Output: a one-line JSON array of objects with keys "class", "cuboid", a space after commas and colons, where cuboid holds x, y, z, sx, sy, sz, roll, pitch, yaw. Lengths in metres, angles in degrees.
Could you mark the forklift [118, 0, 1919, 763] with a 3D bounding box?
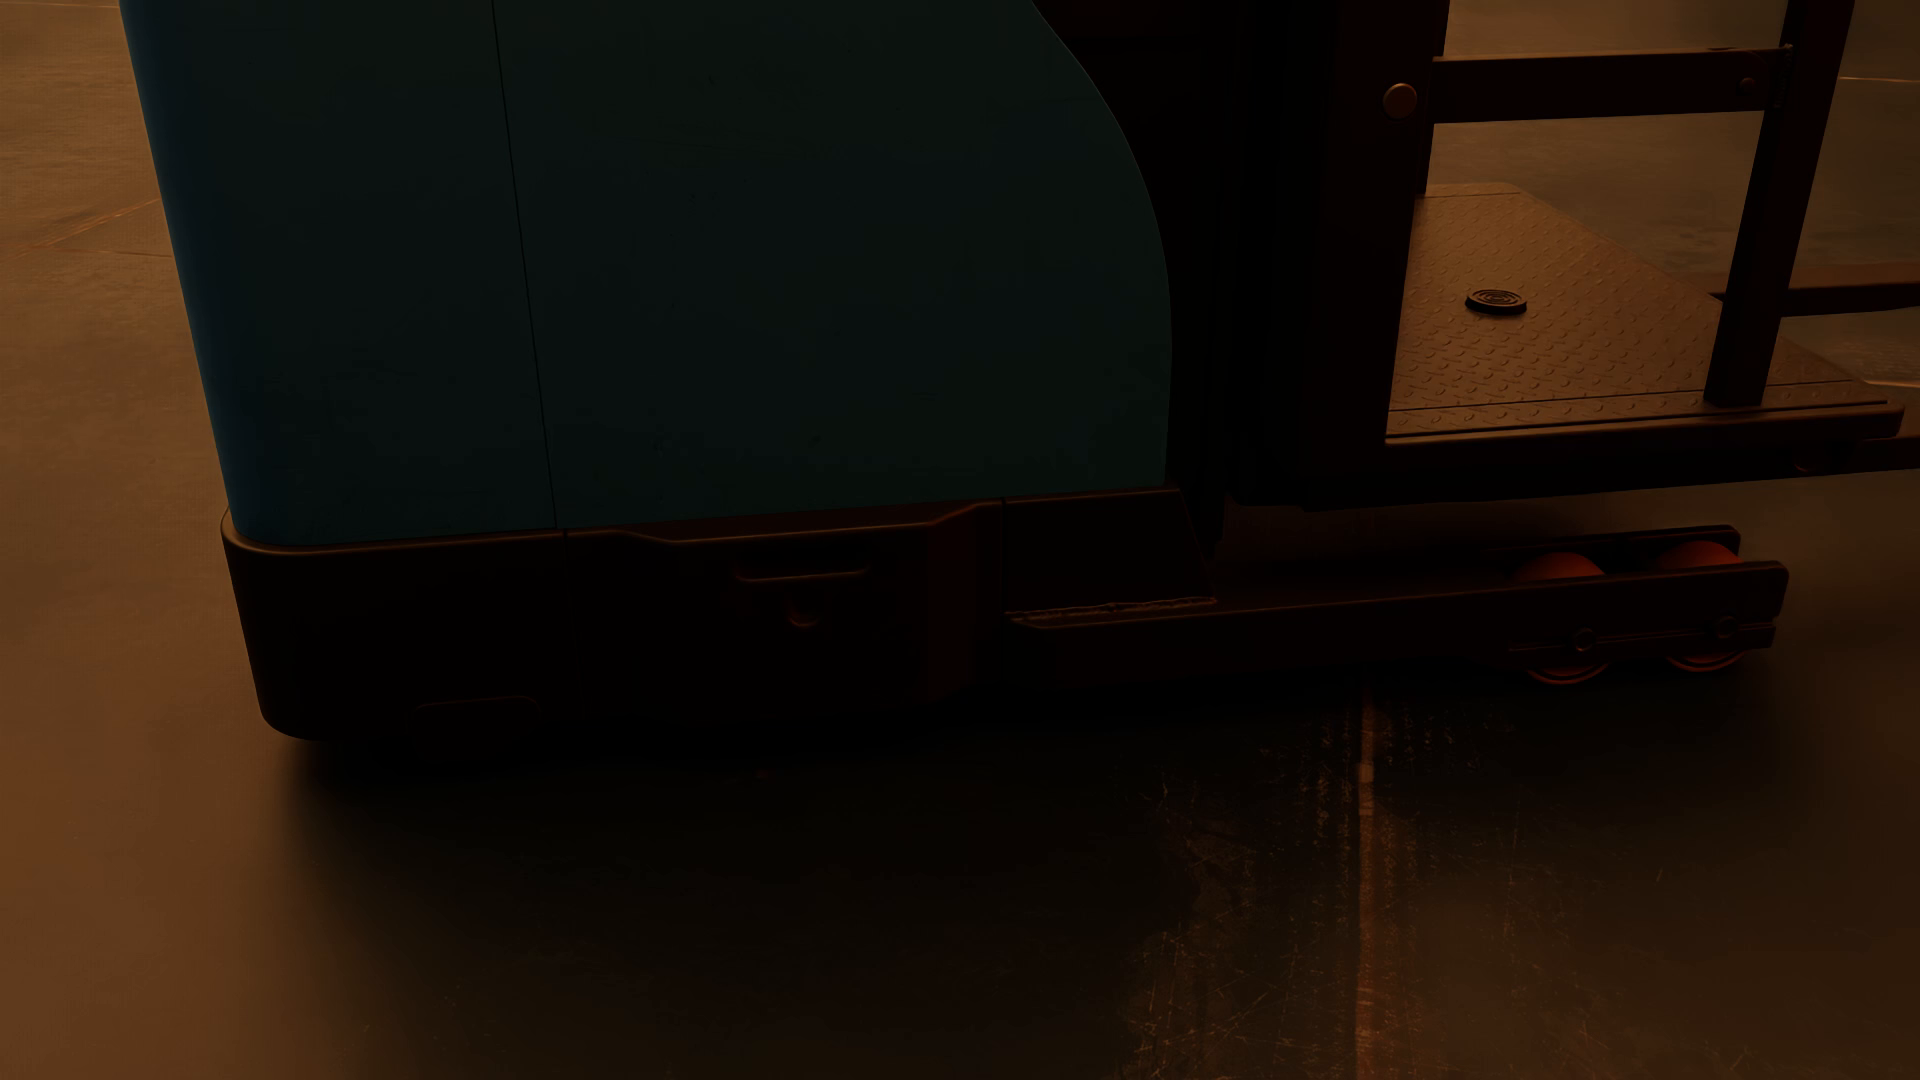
[{"class": "forklift", "cuboid": [0.600, -1.354, 1.930, 3.031, 2.935, 1.130, -4, 27, -9]}]
